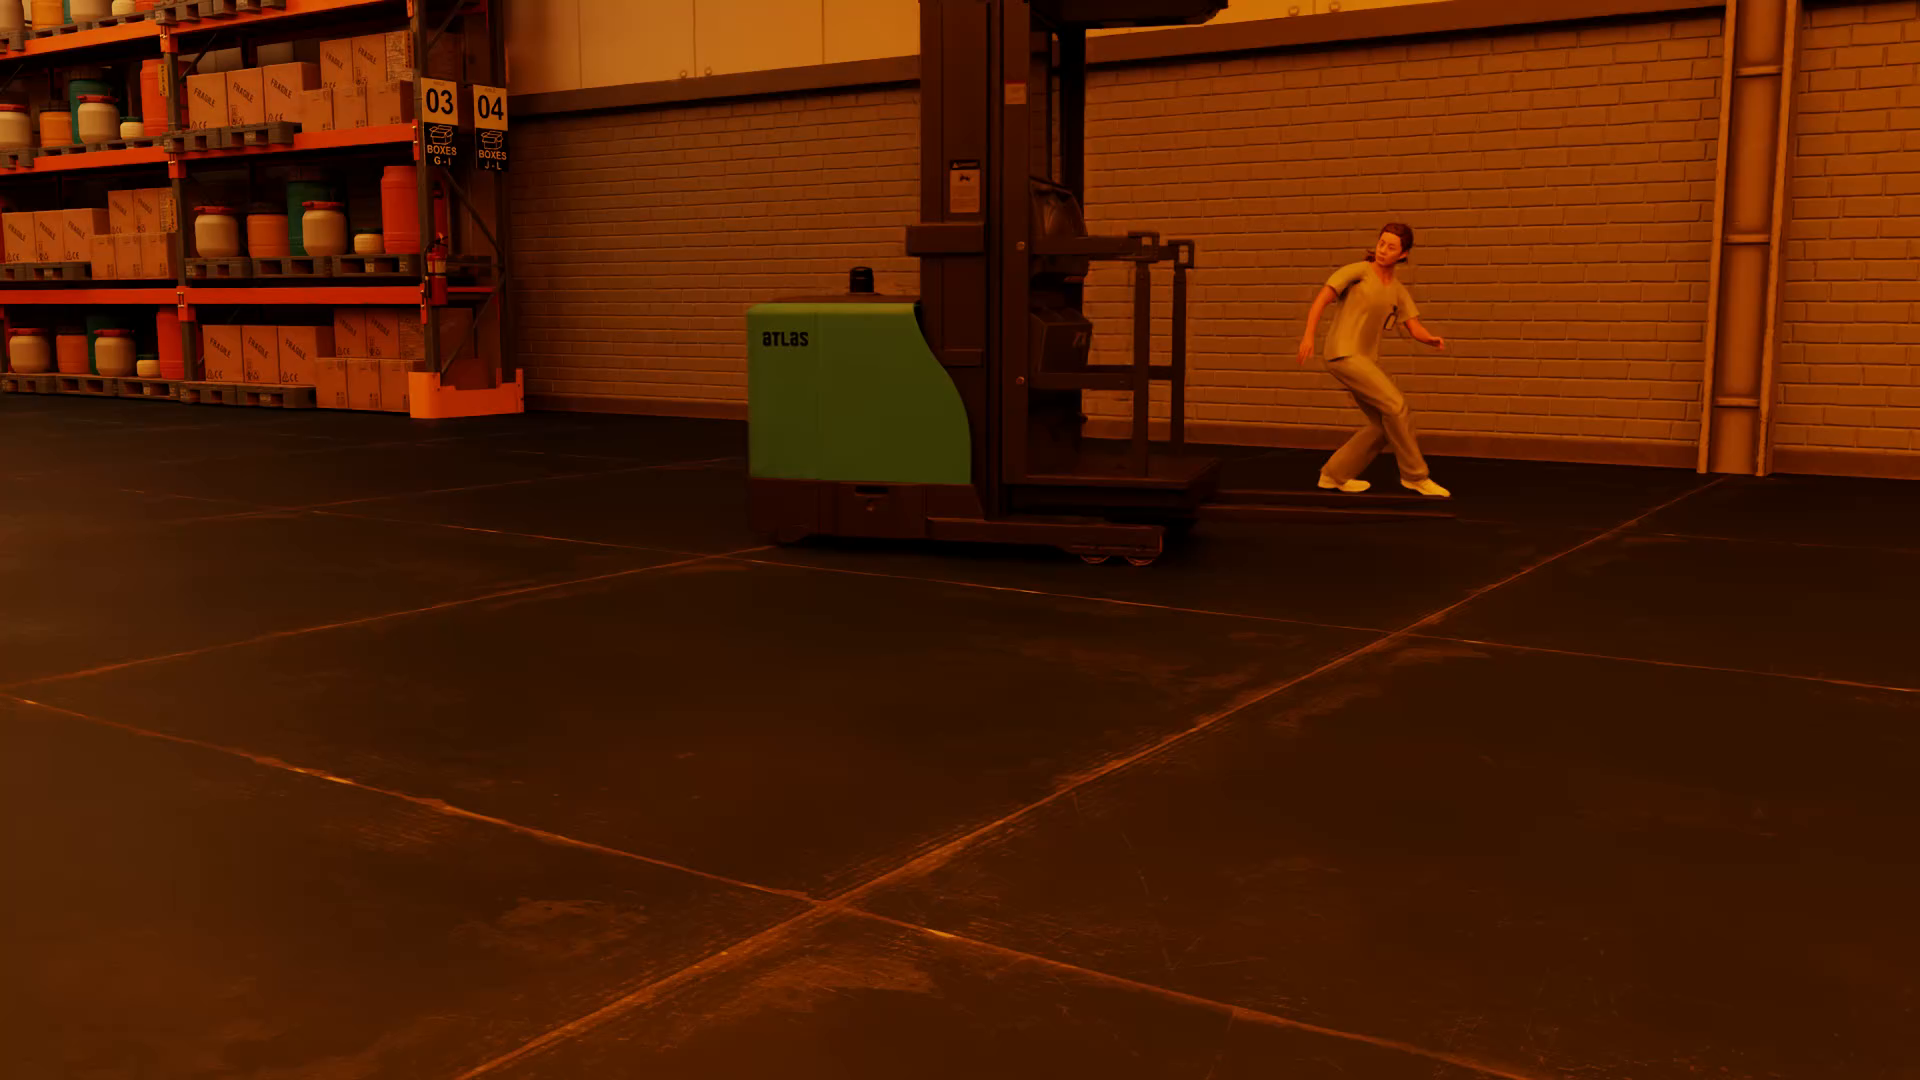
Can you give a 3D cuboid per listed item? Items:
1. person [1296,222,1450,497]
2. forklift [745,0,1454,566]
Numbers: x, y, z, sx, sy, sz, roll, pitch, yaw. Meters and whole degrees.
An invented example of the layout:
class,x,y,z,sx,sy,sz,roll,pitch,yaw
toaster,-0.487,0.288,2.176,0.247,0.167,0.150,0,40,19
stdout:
class,x,y,z,sx,sy,sz,roll,pitch,yaw
person,2.314,-0.998,9.250,0.748,1.519,0.676,8,11,44
forklift,0.622,-1.428,7.234,3.031,2.935,1.130,2,8,16
